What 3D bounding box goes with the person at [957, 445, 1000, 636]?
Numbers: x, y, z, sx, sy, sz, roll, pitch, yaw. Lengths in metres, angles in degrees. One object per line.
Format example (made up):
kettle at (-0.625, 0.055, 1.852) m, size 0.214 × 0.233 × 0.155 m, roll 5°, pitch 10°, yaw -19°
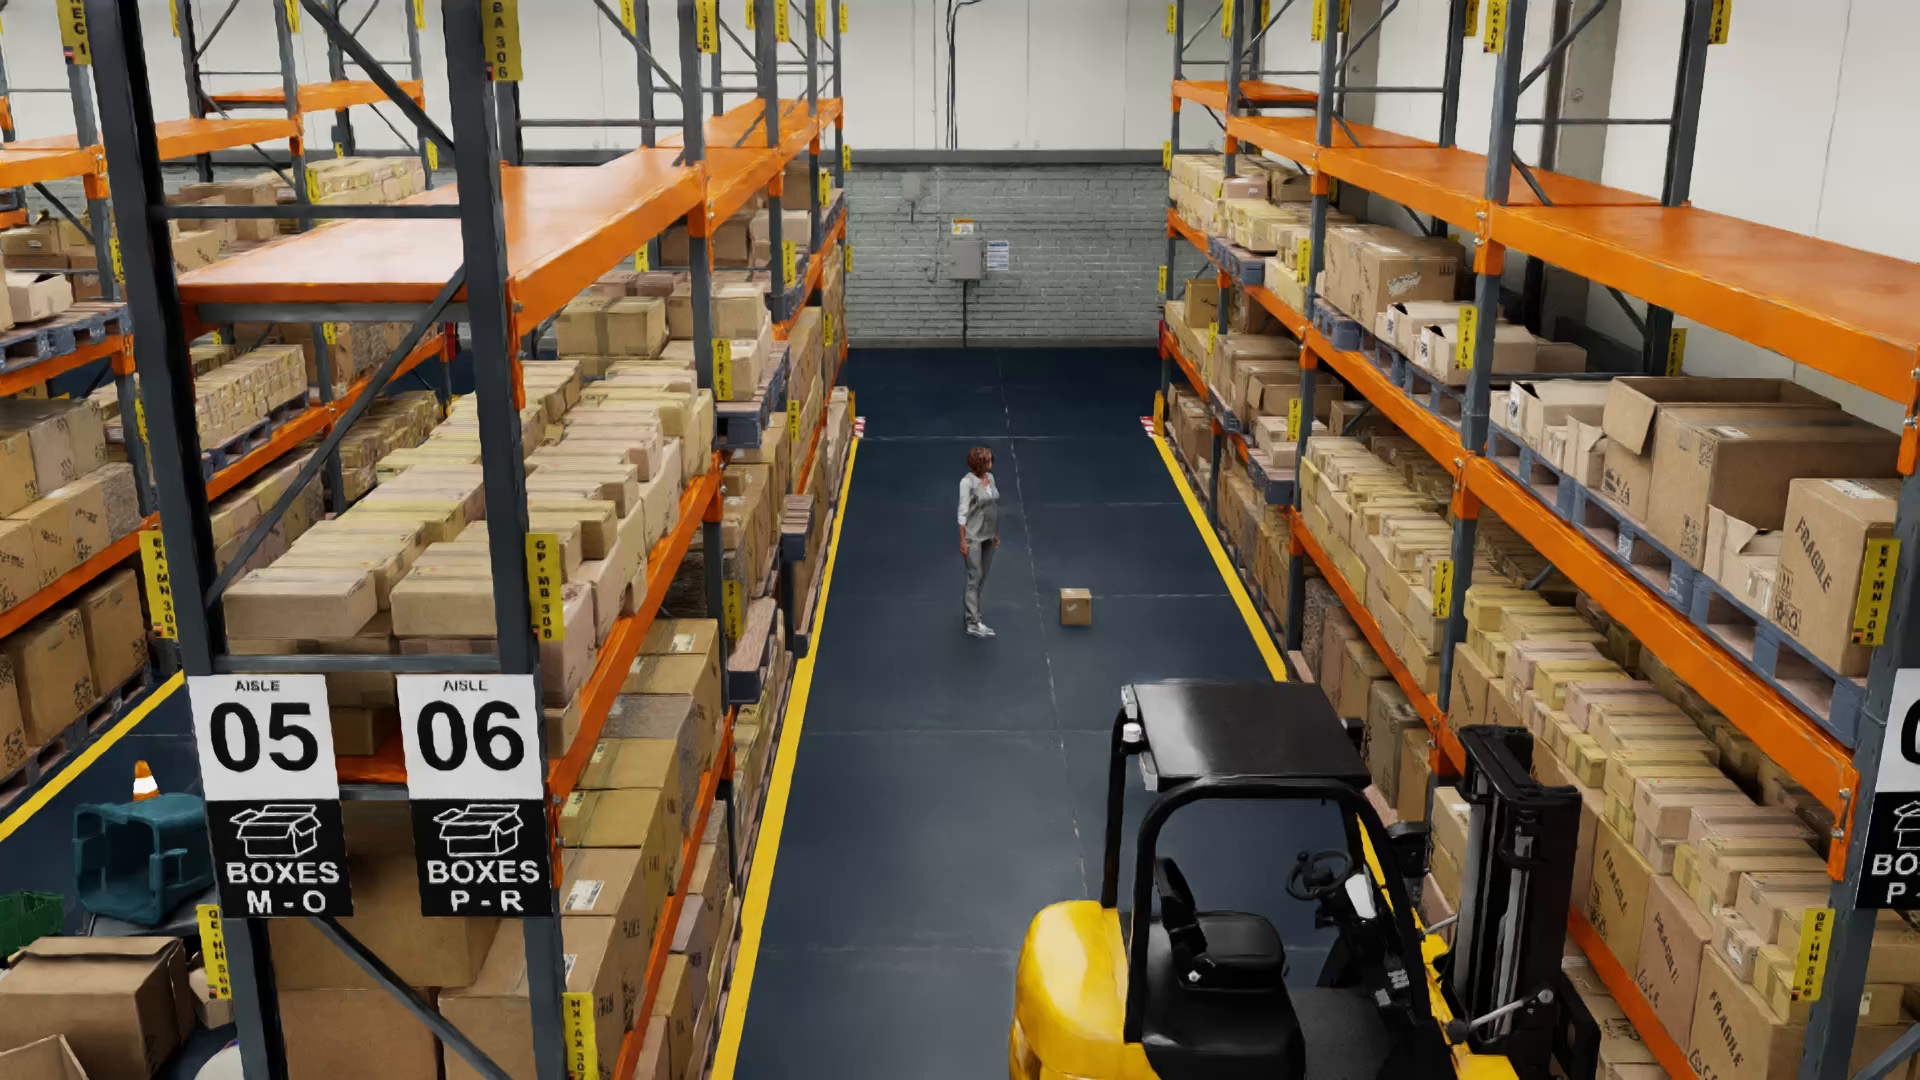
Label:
person at (0.176, -0.015, 14.109) m, size 0.500 × 1.607 × 0.430 m, roll 13°, pitch 22°, yaw 37°
